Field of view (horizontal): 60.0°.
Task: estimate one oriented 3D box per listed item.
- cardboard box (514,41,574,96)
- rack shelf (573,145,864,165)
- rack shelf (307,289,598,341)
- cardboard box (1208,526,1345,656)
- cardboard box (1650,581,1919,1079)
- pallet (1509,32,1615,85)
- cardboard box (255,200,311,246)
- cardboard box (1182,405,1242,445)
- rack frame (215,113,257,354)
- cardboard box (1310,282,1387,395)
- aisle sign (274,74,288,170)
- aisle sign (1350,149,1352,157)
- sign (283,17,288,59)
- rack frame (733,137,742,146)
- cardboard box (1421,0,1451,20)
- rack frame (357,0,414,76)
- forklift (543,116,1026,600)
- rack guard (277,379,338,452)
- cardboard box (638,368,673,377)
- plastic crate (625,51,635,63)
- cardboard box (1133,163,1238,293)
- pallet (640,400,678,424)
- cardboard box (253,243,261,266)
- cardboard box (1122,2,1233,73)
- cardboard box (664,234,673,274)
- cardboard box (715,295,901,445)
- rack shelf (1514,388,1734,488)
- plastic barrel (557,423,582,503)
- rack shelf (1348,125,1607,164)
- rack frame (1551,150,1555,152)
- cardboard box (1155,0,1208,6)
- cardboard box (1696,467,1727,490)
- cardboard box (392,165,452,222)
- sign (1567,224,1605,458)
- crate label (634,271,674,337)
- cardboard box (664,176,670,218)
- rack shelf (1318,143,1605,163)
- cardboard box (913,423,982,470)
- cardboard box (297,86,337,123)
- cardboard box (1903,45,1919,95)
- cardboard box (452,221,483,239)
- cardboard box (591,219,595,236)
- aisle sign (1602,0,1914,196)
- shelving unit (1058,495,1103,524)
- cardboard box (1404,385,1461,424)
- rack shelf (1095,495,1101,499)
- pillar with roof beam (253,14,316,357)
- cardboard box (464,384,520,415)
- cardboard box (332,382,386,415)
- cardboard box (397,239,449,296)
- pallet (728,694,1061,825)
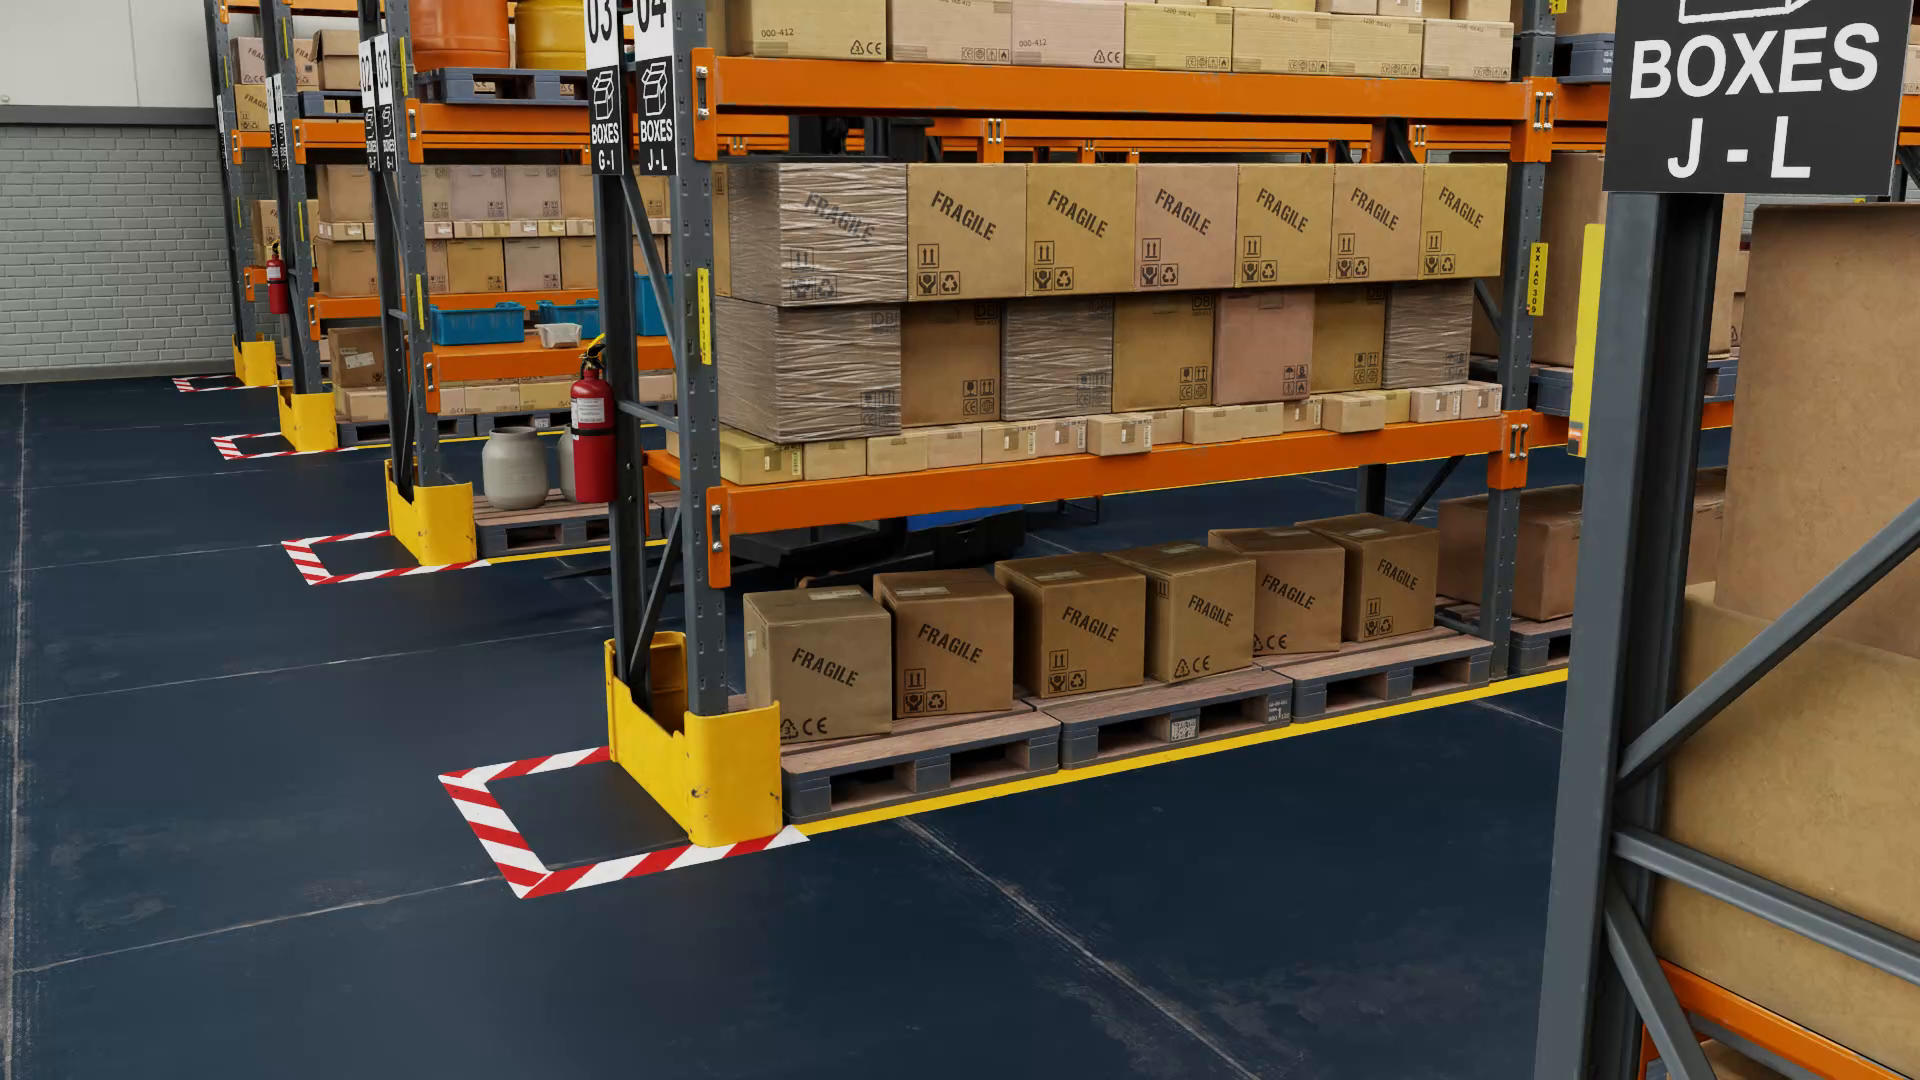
[{"bbox_3d":[-3.880,-4.421,15.579,0.637,0.503,0.797,-5,14,-22],"label":"cardboard box"},{"bbox_3d":[-2.996,-5.060,21.568,4.000,0.370,1.077,-7,14,-28],"label":"rack shelf"},{"bbox_3d":[-4.130,-2.222,15.787,4.000,0.370,1.077,-7,14,-28],"label":"rack shelf"},{"bbox_3d":[1.500,0.237,7.960,0.500,0.500,0.500,-2,13,-10],"label":"cardboard box"},{"bbox_3d":[1.450,0.393,2.190,0.550,0.550,0.875,-7,14,-28],"label":"cardboard box"},{"bbox_3d":[2.962,-2.290,8.047,1.003,0.211,1.213,-7,14,-28],"label":"pallet"},{"bbox_3d":[-7.699,-3.611,18.912,0.500,0.500,0.500,-7,14,-28],"label":"cardboard box"},{"bbox_3d":[0.997,-0.517,7.145,0.250,0.149,0.380,-7,14,-28],"label":"cardboard box"},{"bbox_3d":[-8.262,-3.316,19.014,0.127,3.000,1.000,-7,14,-28],"label":"rack frame"},{"bbox_3d":[1.489,-0.986,7.754,0.500,0.500,0.875,-7,14,-28],"label":"cardboard box"},{"bbox_3d":[-5.796,-3.565,14.195,0.004,0.787,0.394,-7,14,-28],"label":"aisle sign"},{"bbox_3d":[5.989,-6.218,25.984,0.004,0.787,0.394,-7,14,-28],"label":"aisle sign"},{"bbox_3d":[-5.625,-4.183,13.862,0.005,0.325,0.100,-7,14,-28],"label":"sign"},{"bbox_3d":[-2.374,-2.783,16.643,0.127,3.000,1.000,-7,14,-28],"label":"rack frame"},{"bbox_3d":[1.944,-2.358,7.356,0.250,0.149,0.380,-7,14,-27],"label":"cardboard box"},{"bbox_3d":[-3.515,-4.334,9.872,0.127,3.000,1.000,-7,14,-28],"label":"rack frame"},{"bbox_3d":[-0.990,-1.188,9.711,3.031,2.935,1.130,-12,17,-43],"label":"forklift"},{"bbox_3d":[-5.906,-1.140,15.037,0.348,0.500,1.175,-7,14,-28],"label":"rack guard"},{"bbox_3d":[-3.121,-1.871,16.189,0.500,0.500,0.500,-7,14,-28],"label":"cardboard box"},{"bbox_3d":[-1.986,-3.121,11.352,0.575,0.384,0.392,-7,14,-28],"label":"plastic crate"},{"bbox_3d":[0.788,-1.298,6.861,0.500,0.500,0.500,-7,14,-28],"label":"cardboard box"},{"bbox_3d":[-3.093,-1.347,16.614,1.213,0.211,1.003,-7,14,-28],"label":"pallet"},{"bbox_3d":[-7.945,-3.340,19.413,0.500,0.250,0.500,-7,14,-27],"label":"cardboard box"},{"bbox_3d":[0.746,-2.006,6.702,0.500,0.250,0.500,-6,14,-26],"label":"cardboard box"},{"bbox_3d":[-2.761,-2.784,16.420,0.500,0.500,0.700,-7,15,-29],"label":"cardboard box"},{"bbox_3d":[-0.646,-0.699,6.479,0.500,0.500,0.875,-7,14,-28],"label":"cardboard box"},{"bbox_3d":[4.124,-0.733,9.173,4.000,0.370,1.077,-7,14,-28],"label":"rack shelf"},{"bbox_3d":[-2.534,-0.535,11.365,0.421,0.512,0.421,0,13,0],"label":"plastic barrel"},{"bbox_3d":[5.262,-3.572,14.954,4.000,0.370,1.077,-7,14,-28],"label":"rack shelf"},{"bbox_3d":[8.158,-4.045,22.253,0.127,3.000,1.000,-7,14,-28],"label":"rack frame"},{"bbox_3d":[0.789,-2.217,6.732,0.250,0.149,0.380,-7,15,-30],"label":"cardboard box"},{"bbox_3d":[4.326,-0.093,9.383,0.500,0.500,0.700,-6,14,-23],"label":"cardboard box"},{"bbox_3d":[-4.964,-3.152,15.103,0.500,0.500,0.700,-7,15,-29],"label":"cardboard box"},{"bbox_3d":[0.898,-0.273,2.312,0.005,0.325,0.100,-7,14,-28],"label":"sign"},{"bbox_3d":[-2.029,-1.670,11.618,0.616,0.435,0.502,-7,14,-28],"label":"crate label"},{"bbox_3d":[-2.761,-3.417,16.277,0.500,0.500,0.700,-7,14,-28],"label":"cardboard box"},{"bbox_3d":[6.403,-4.947,21.068,4.000,0.370,1.077,-7,14,-28],"label":"rack shelf"},{"bbox_3d":[-0.113,-0.391,6.585,0.250,0.149,0.380,-7,14,-28],"label":"cardboard box"},{"bbox_3d":[-7.360,-4.875,18.834,0.500,0.500,0.500,-6,14,-24],"label":"cardboard box"},{"bbox_3d":[4.709,-2.480,8.808,0.500,0.250,0.500,-6,14,-26],"label":"cardboard box"},{"bbox_3d":[-4.532,-2.836,15.174,0.250,0.149,0.380,-7,15,-30],"label":"cardboard box"},{"bbox_3d":[-3.404,-2.972,15.777,0.250,0.149,0.380,-7,14,-28],"label":"cardboard box"},{"bbox_3d":[0.940,-0.805,1.933,0.004,0.787,0.394,-7,14,-28],"label":"aisle sign"},{"bbox_3d":[0.422,-0.648,11.428,1.048,1.125,0.538,-8,15,-31],"label":"shelving unit"},{"bbox_3d":[2.097,-0.647,7.725,0.250,0.149,0.380,-7,14,-28],"label":"cardboard box"},{"bbox_3d":[0.422,-0.410,11.482,1.000,0.278,0.538,-8,15,-31],"label":"rack shelf"},{"bbox_3d":[-5.999,-5.654,15.737,0.400,9.000,9.100,-7,14,-28],"label":"pillar with roof beam"},{"bbox_3d":[-4.432,-1.345,15.560,0.500,0.250,0.500,-7,14,-28],"label":"cardboard box"},{"bbox_3d":[-5.556,-1.339,15.533,0.500,0.250,0.500,-7,14,-28],"label":"cardboard box"},{"bbox_3d":[-5.011,-2.514,15.220,0.500,0.500,0.700,-6,14,-26],"label":"cardboard box"},{"bbox_3d":[-0.345,0.821,6.980,1.213,0.211,1.003,-7,14,-28],"label":"pallet"}]
